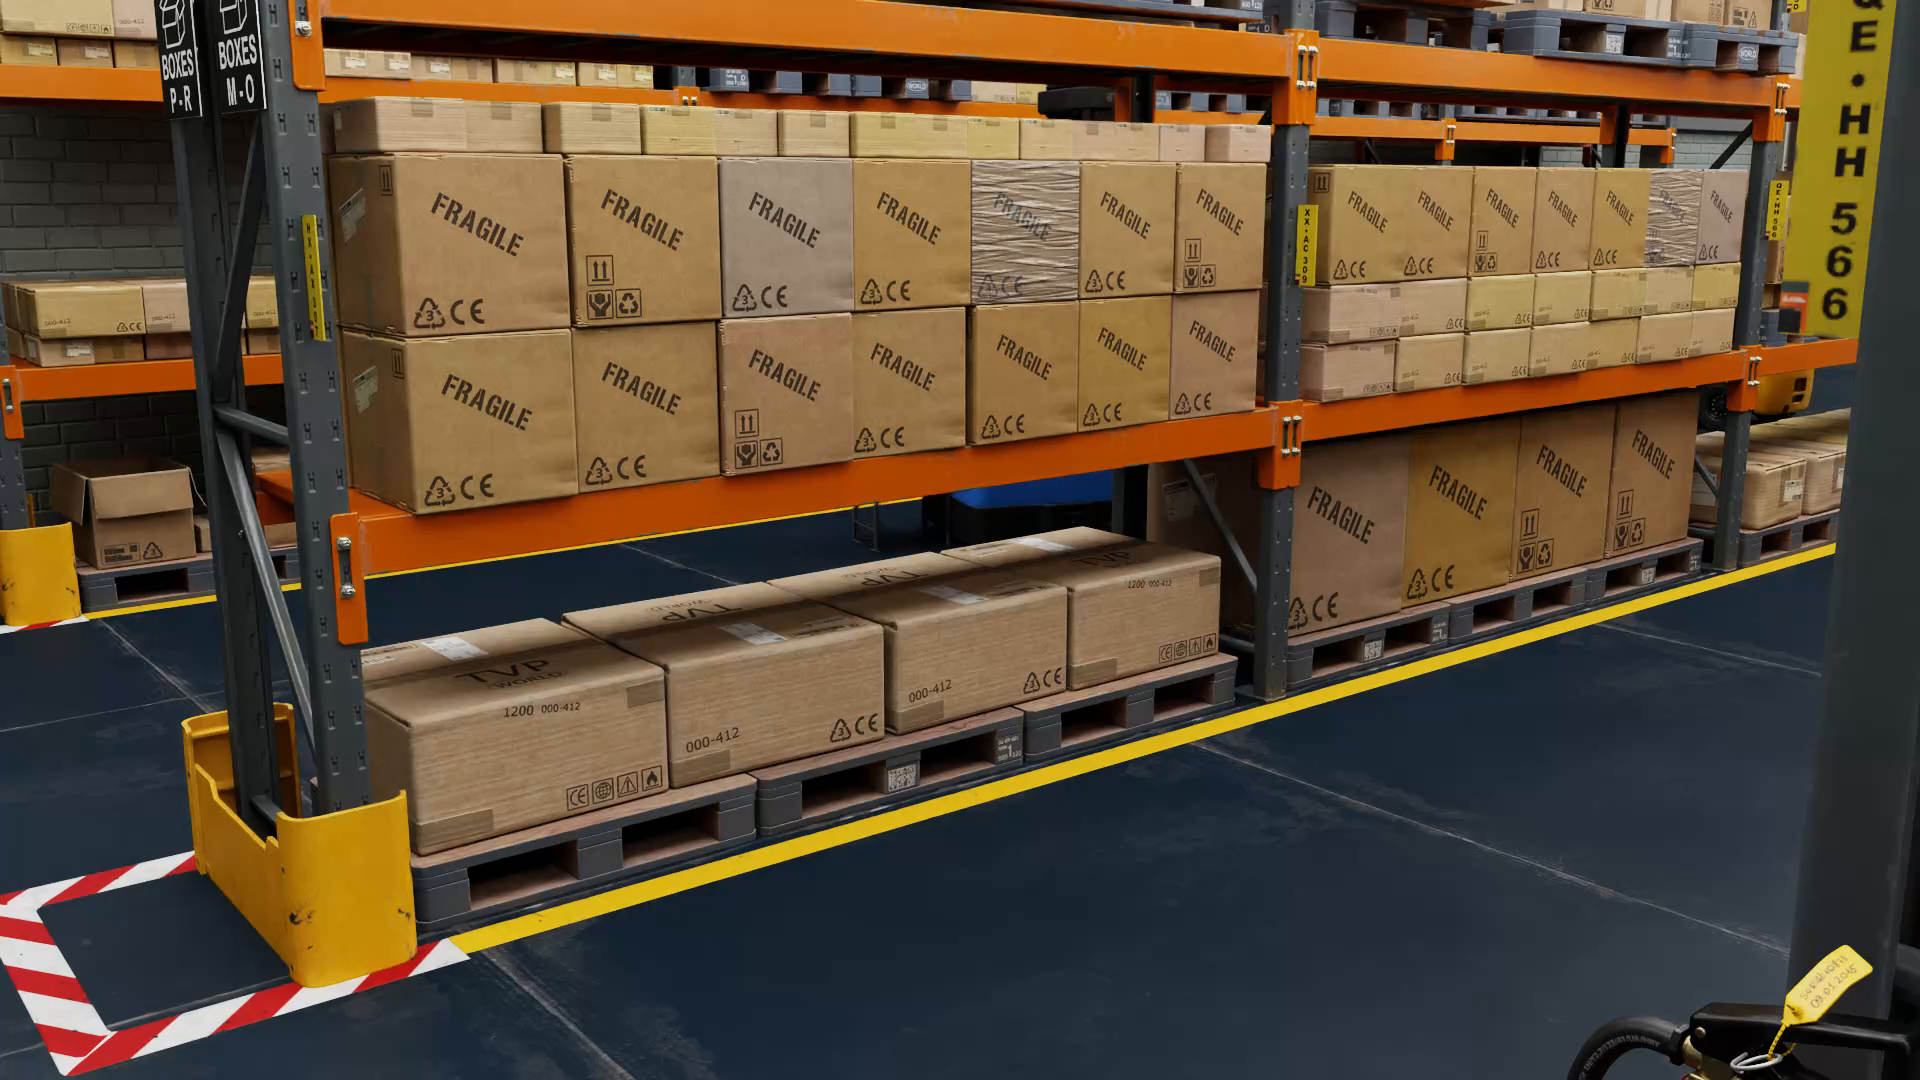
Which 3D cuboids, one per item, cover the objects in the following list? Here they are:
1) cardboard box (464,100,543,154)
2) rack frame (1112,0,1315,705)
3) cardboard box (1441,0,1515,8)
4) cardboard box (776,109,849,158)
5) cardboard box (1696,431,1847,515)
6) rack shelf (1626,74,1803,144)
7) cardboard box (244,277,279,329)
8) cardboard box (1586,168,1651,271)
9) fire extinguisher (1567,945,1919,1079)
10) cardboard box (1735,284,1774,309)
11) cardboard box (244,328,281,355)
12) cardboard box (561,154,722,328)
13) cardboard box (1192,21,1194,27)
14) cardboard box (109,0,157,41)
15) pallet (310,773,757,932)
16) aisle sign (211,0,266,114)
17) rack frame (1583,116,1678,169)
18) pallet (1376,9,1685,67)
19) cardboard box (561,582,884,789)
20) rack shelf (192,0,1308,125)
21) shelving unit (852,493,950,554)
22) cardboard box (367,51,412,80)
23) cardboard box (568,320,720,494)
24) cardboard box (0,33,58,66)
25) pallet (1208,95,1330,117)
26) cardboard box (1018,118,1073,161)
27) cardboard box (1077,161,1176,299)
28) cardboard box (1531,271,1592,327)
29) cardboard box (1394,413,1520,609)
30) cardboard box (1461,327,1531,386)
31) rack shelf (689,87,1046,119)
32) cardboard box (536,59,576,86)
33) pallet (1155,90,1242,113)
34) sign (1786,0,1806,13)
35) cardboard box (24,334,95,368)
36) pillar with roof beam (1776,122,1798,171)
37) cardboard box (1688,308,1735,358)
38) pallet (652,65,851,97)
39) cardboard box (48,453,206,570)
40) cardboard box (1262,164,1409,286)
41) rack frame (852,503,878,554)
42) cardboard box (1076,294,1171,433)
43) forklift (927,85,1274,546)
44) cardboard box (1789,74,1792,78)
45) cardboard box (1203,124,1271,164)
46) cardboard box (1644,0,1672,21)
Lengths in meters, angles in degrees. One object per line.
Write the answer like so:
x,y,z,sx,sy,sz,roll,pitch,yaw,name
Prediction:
-1.437,-1.222,4.951,0.250,0.149,0.380,-9,15,-36,cardboard box
1.076,-0.839,7.357,0.127,3.000,1.000,-9,15,-38,rack frame
2.283,-2.504,7.532,0.250,0.166,0.380,-11,16,-41,cardboard box
-0.575,-1.342,5.518,0.250,0.149,0.380,-9,15,-37,cardboard box
5.218,-0.446,10.825,0.625,0.372,0.950,-10,15,-39,cardboard box
5.761,-2.733,10.786,4.000,0.370,1.077,-9,15,-38,rack shelf
-3.841,-1.343,9.378,0.500,0.250,0.500,-10,15,-39,cardboard box
3.172,-1.655,8.553,0.500,0.500,0.500,-9,15,-38,cardboard box
0.639,0.648,1.438,0.183,0.674,0.296,-9,15,-38,fire extinguisher
4.569,-1.452,9.840,0.250,0.149,0.380,-11,16,-41,cardboard box
-3.930,-1.138,9.371,0.250,0.149,0.380,-9,15,-37,cardboard box
-1.096,-0.942,5.195,0.500,0.500,0.500,-10,16,-39,cardboard box
1.814,-3.987,13.471,0.500,0.500,0.500,-9,15,-37,cardboard box
-4.250,-2.746,8.763,0.500,0.250,0.500,-9,15,-37,cardboard box
-1.472,0.928,5.750,1.213,0.211,1.003,-9,15,-38,pallet
-1.922,-1.535,4.377,0.004,0.787,0.394,-9,15,-38,aisle sign
7.343,-3.200,18.479,0.127,3.000,1.000,-9,15,-38,rack frame
2.858,-2.495,8.389,1.213,0.211,1.003,-9,15,-35,pallet
-0.885,0.506,6.180,0.875,0.438,0.875,-9,15,-36,cardboard box
-0.486,-1.694,5.898,4.000,0.370,1.077,-9,15,-38,rack shelf
-0.372,-1.003,10.297,0.503,2.100,0.431,-5,13,-24,shelving unit
-3.308,-2.689,9.452,0.250,0.149,0.380,-9,15,-37,cardboard box
-1.116,-0.454,5.306,0.500,0.500,0.500,-10,15,-38,cardboard box
-4.757,-2.472,8.433,0.250,0.149,0.380,-9,15,-36,cardboard box
2.441,-3.785,14.467,1.213,0.211,1.003,-9,15,-35,pallet
0.200,-1.481,6.172,0.250,0.149,0.380,-10,15,-38,cardboard box
0.479,-1.206,6.439,0.500,0.500,0.500,-10,15,-38,cardboard box
2.790,-1.220,8.312,0.500,0.250,0.500,-10,16,-39,cardboard box
2.211,-0.217,8.532,0.875,0.875,0.875,-9,15,-36,cardboard box
2.398,-0.911,8.058,0.500,0.250,0.500,-10,15,-38,cardboard box
-0.466,-3.018,12.131,4.000,0.370,1.077,-9,15,-38,rack shelf
-2.532,-2.828,10.110,0.250,0.149,0.380,-9,15,-36,cardboard box
1.570,-3.640,13.781,1.003,0.211,1.213,-9,15,-35,pallet
4.540,-3.025,8.999,0.005,0.325,0.100,-9,15,-38,sign
-4.723,-0.999,8.719,0.250,0.149,0.380,-10,15,-38,cardboard box
13.610,-6.271,18.497,0.400,9.000,9.100,-9,15,-38,pillar with roof beam
3.967,-1.177,9.309,0.500,0.250,0.500,-10,16,-40,cardboard box
-1.475,-3.092,11.199,1.003,0.211,1.213,-9,15,-38,pallet
-4.614,-0.172,9.218,0.637,0.503,0.797,-10,16,-40,cardboard box
1.599,-1.387,7.292,0.500,0.500,0.500,-9,15,-37,cardboard box
-0.594,-0.982,10.197,0.015,2.100,0.400,-5,13,-24,rack frame
0.475,-0.718,6.549,0.500,0.500,0.500,-10,16,-39,cardboard box
1.347,-1.517,10.717,3.031,2.935,1.130,-4,13,-18,forklift
4.552,-2.715,9.578,0.250,0.149,0.380,-9,15,-38,cardboard box
1.034,-1.602,6.744,0.250,0.149,0.380,-10,15,-39,cardboard box
3.343,-2.729,8.351,0.258,0.266,0.396,-10,16,-39,cardboard box
